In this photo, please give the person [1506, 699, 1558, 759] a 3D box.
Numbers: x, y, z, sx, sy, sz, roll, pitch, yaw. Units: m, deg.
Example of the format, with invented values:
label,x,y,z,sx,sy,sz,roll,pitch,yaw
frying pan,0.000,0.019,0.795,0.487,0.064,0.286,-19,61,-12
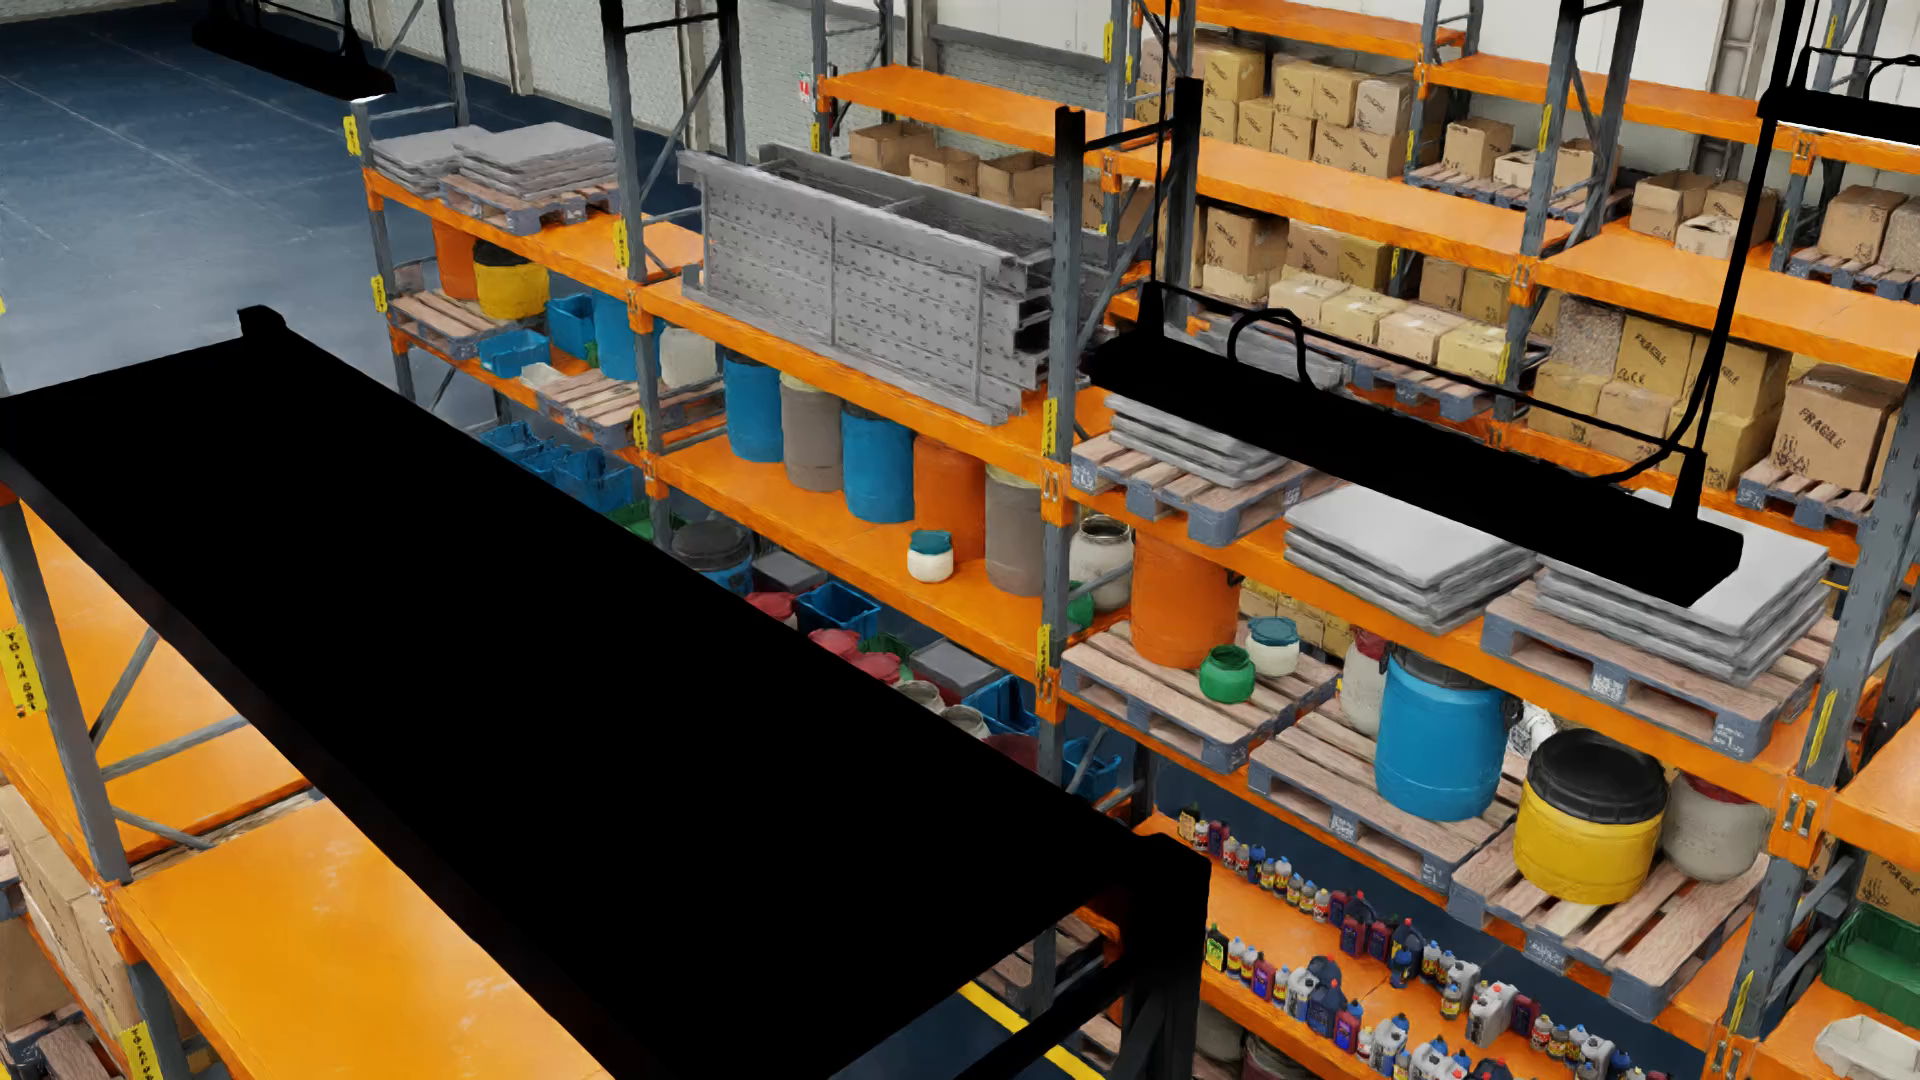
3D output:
label,x,y,z,sx,sy,sz,roll,pitch,yaw
person,4.069,1.681,11.930,0.511,1.670,0.565,-5,29,-10
